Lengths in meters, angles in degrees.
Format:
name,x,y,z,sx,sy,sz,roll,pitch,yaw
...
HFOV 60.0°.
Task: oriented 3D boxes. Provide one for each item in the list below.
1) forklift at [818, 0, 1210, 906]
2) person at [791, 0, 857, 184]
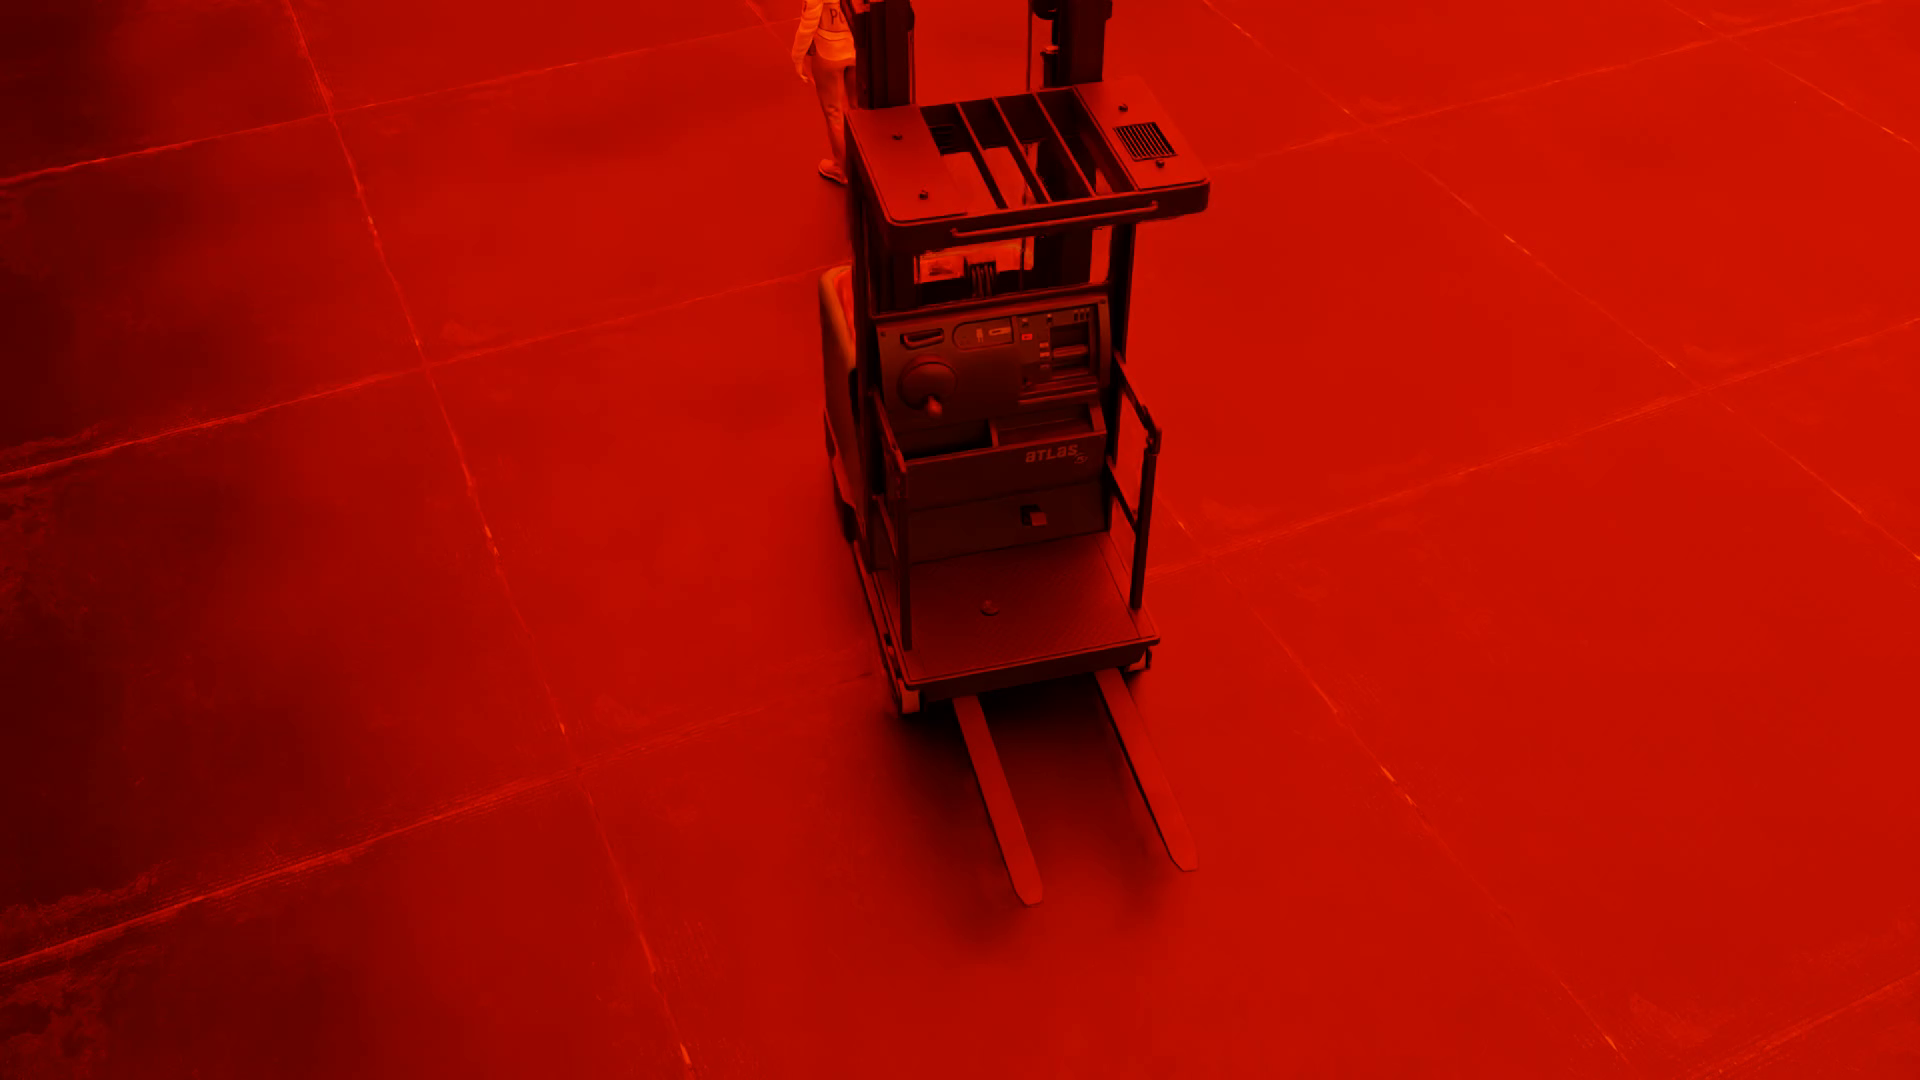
name,x,y,z,sx,sy,sz,roll,pitch,yaw
forklift,0.193,-0.630,6.355,1.130,2.935,3.031,-10,44,-10
person,-0.733,-2.861,9.642,0.588,1.695,0.531,-25,48,-24
